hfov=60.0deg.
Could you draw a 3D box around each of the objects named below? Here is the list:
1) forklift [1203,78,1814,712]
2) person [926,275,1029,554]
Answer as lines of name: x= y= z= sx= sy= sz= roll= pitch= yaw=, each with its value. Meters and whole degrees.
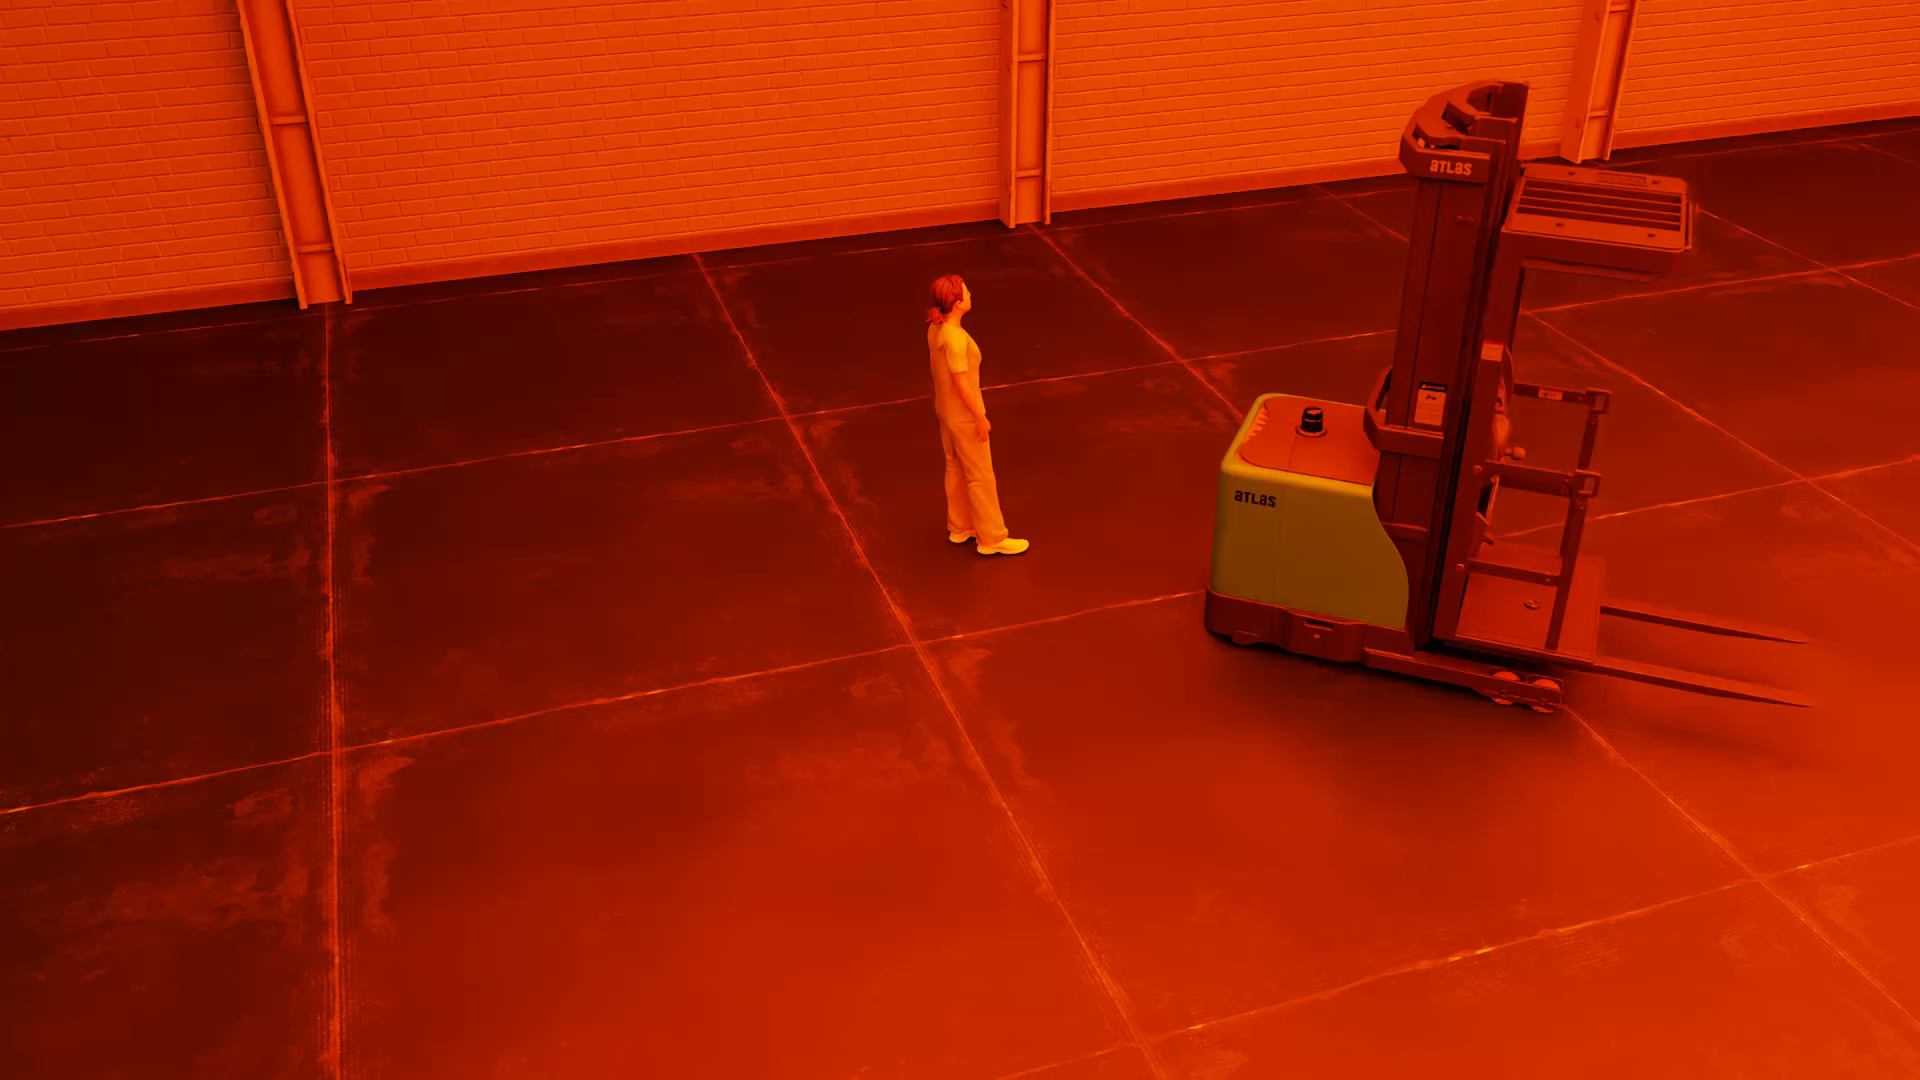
forklift: x=2.902 y=-0.691 z=8.288 sx=3.031 sy=2.935 sz=1.130 roll=11 pitch=32 yaw=18
person: x=0.074 y=-0.738 z=9.614 sx=0.549 sy=1.675 sz=0.550 roll=-10 pitch=31 yaw=-16
